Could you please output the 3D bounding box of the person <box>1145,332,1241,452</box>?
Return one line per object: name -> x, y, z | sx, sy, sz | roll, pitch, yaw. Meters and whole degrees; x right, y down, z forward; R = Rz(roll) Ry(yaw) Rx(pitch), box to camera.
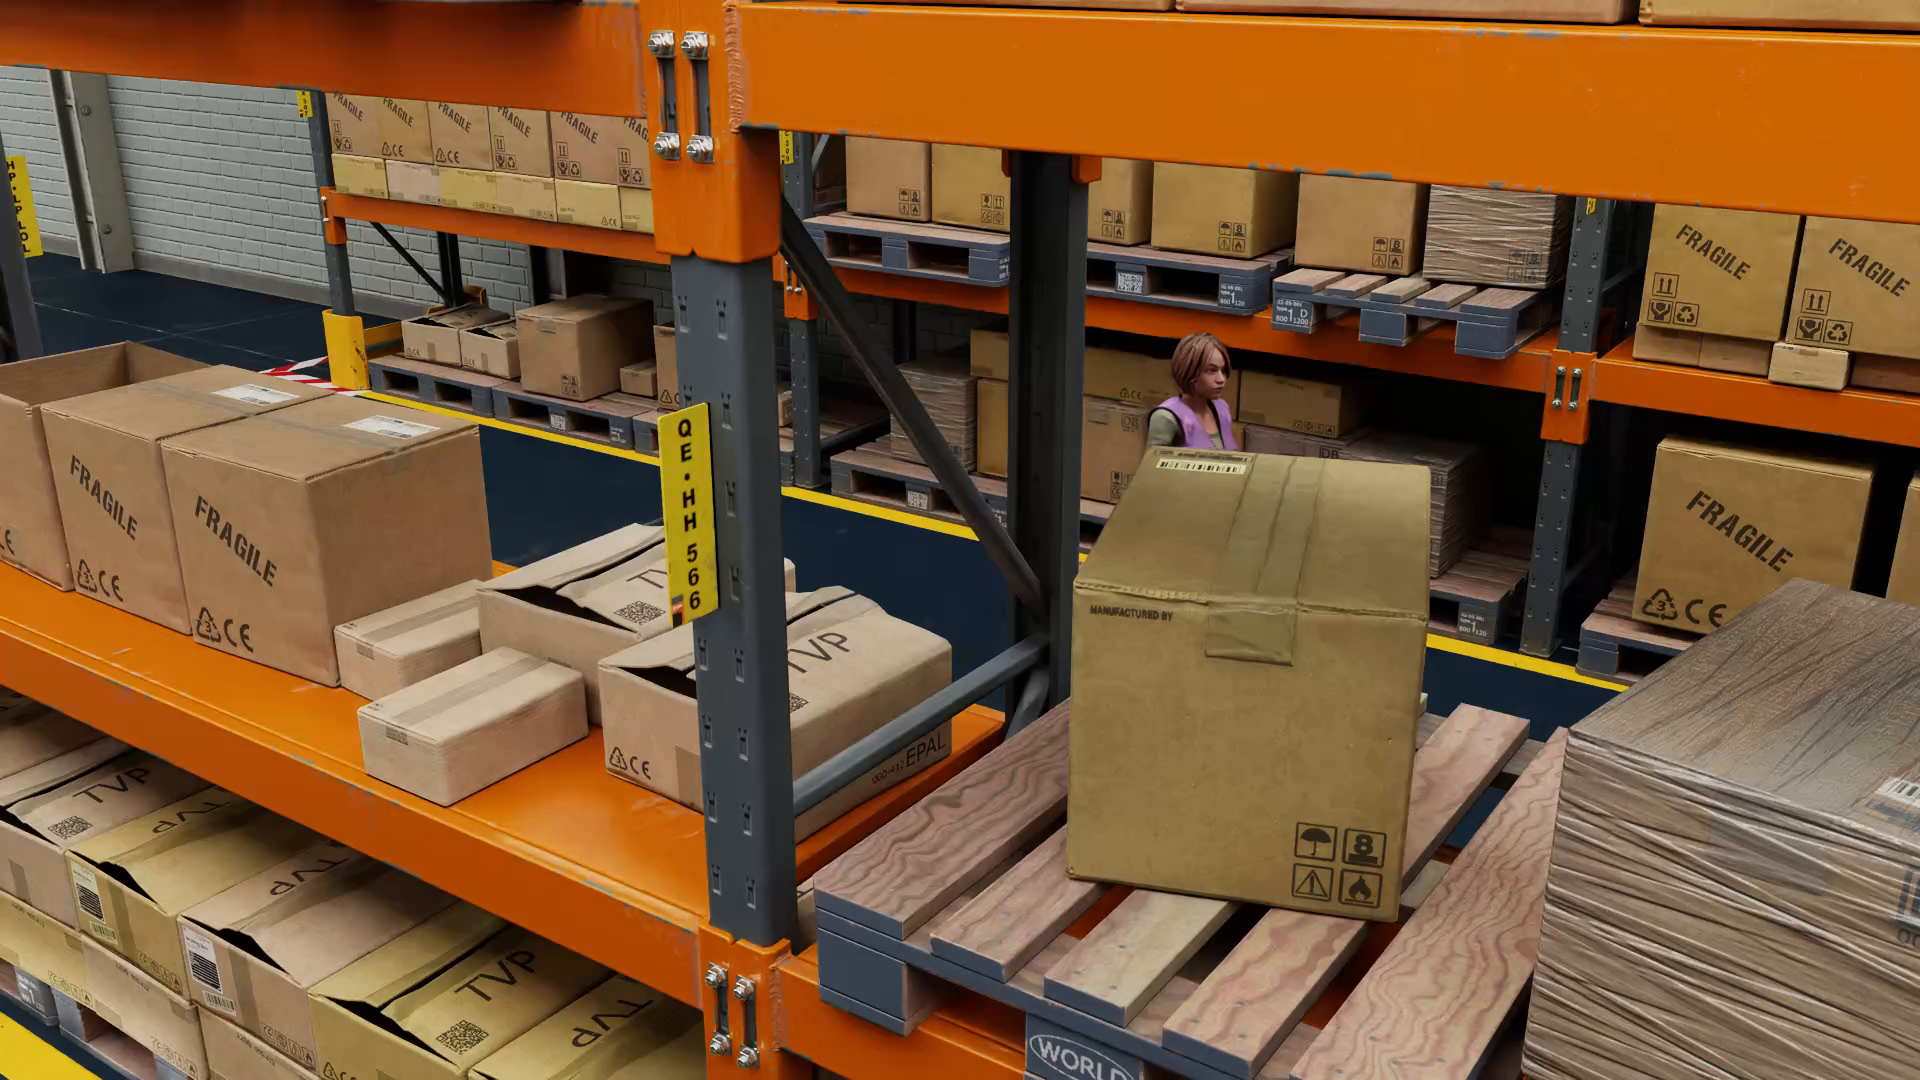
person -> 0.750, 0.015, 5.996 | 0.424, 1.578, 0.660 | -17, 26, -38
